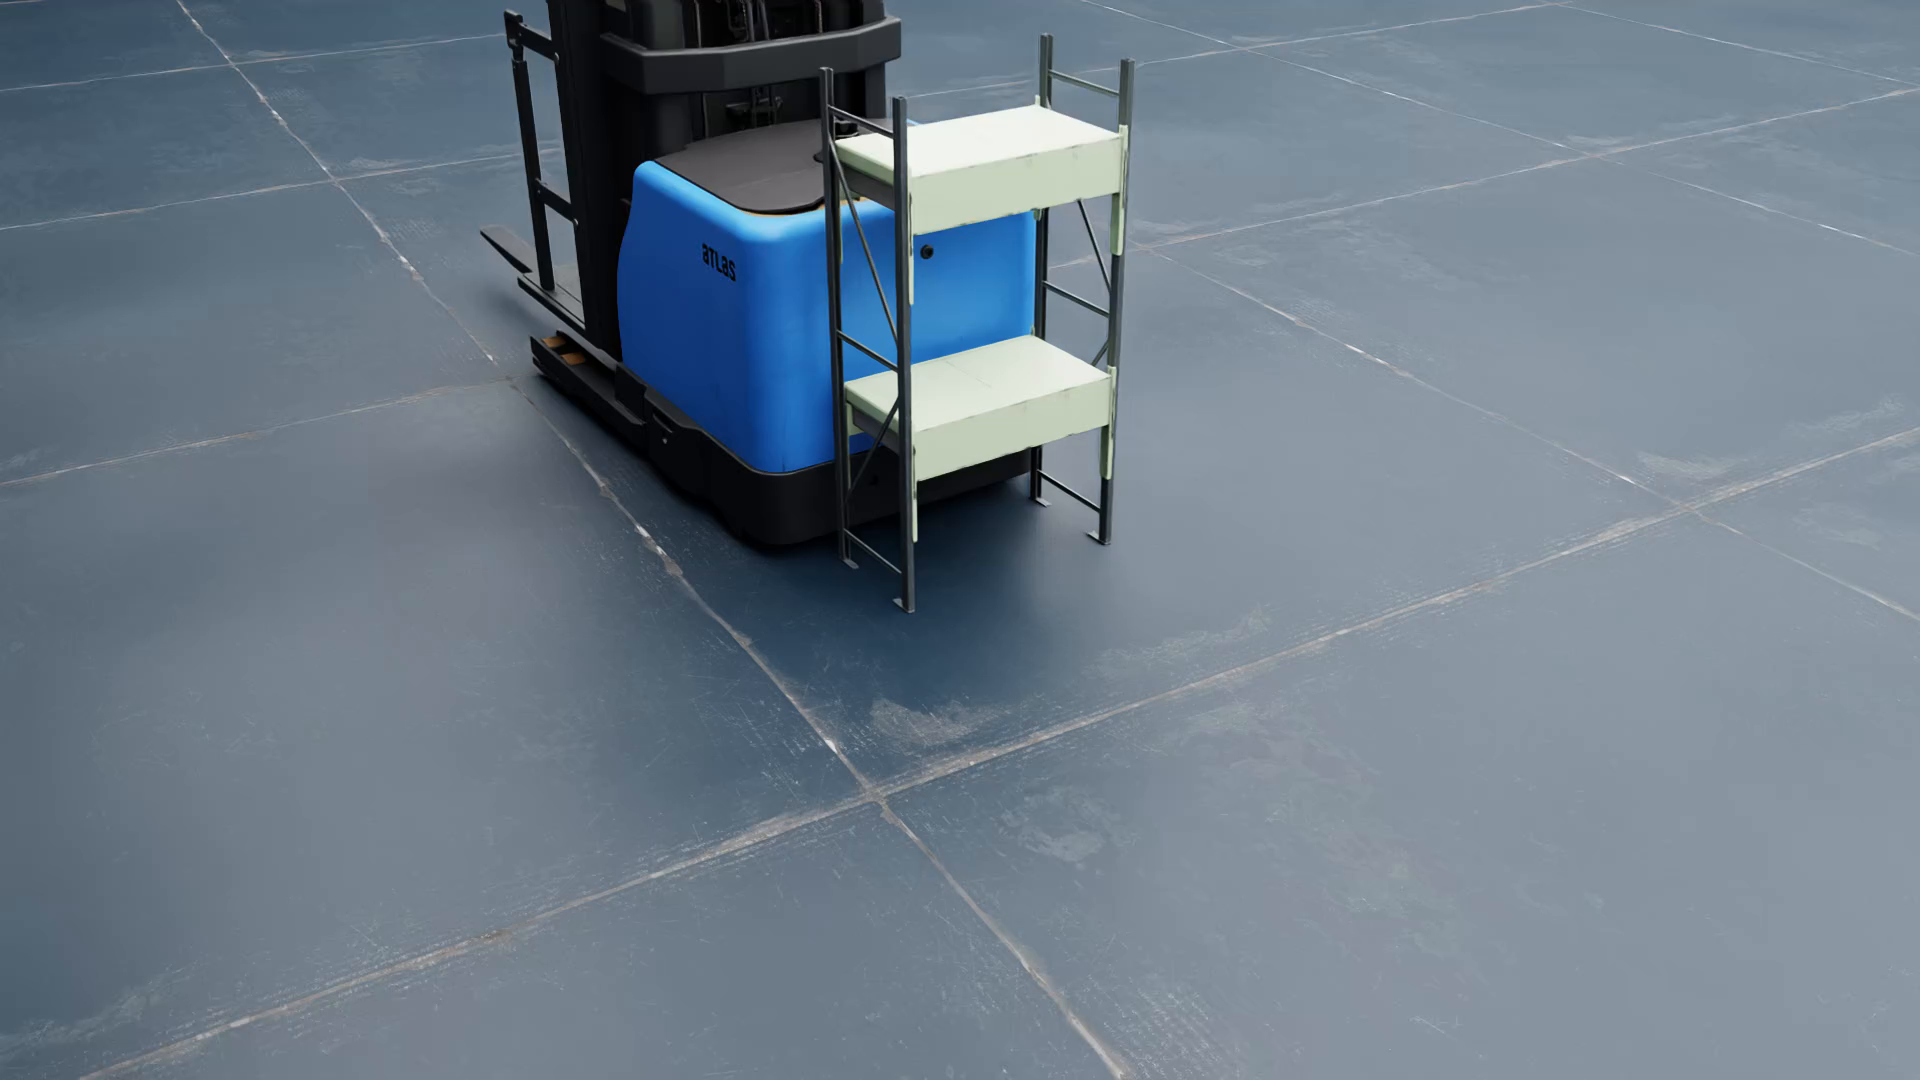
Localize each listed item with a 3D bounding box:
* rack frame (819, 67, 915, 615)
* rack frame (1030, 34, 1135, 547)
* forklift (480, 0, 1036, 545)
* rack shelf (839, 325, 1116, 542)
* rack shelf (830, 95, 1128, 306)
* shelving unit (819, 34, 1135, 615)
[{"bbox_3d":[-0.253,-0.520,4.640,0.023,1.500,0.400,-18,34,-29],"label":"rack frame"},{"bbox_3d":[0.352,-0.719,5.000,0.023,1.500,0.400,-18,34,-29],"label":"rack frame"},{"bbox_3d":[-0.980,-1.933,5.720,1.130,2.935,3.031,-18,34,-29],"label":"forklift"},{"bbox_3d":[0.049,-0.334,4.978,0.720,0.370,0.431,-18,34,-29],"label":"rack shelf"},{"bbox_3d":[0.049,-0.961,4.632,0.720,0.370,0.431,-18,34,-29],"label":"rack shelf"},{"bbox_3d":[0.049,-0.619,4.820,0.755,1.500,0.431,-18,34,-29],"label":"shelving unit"}]
